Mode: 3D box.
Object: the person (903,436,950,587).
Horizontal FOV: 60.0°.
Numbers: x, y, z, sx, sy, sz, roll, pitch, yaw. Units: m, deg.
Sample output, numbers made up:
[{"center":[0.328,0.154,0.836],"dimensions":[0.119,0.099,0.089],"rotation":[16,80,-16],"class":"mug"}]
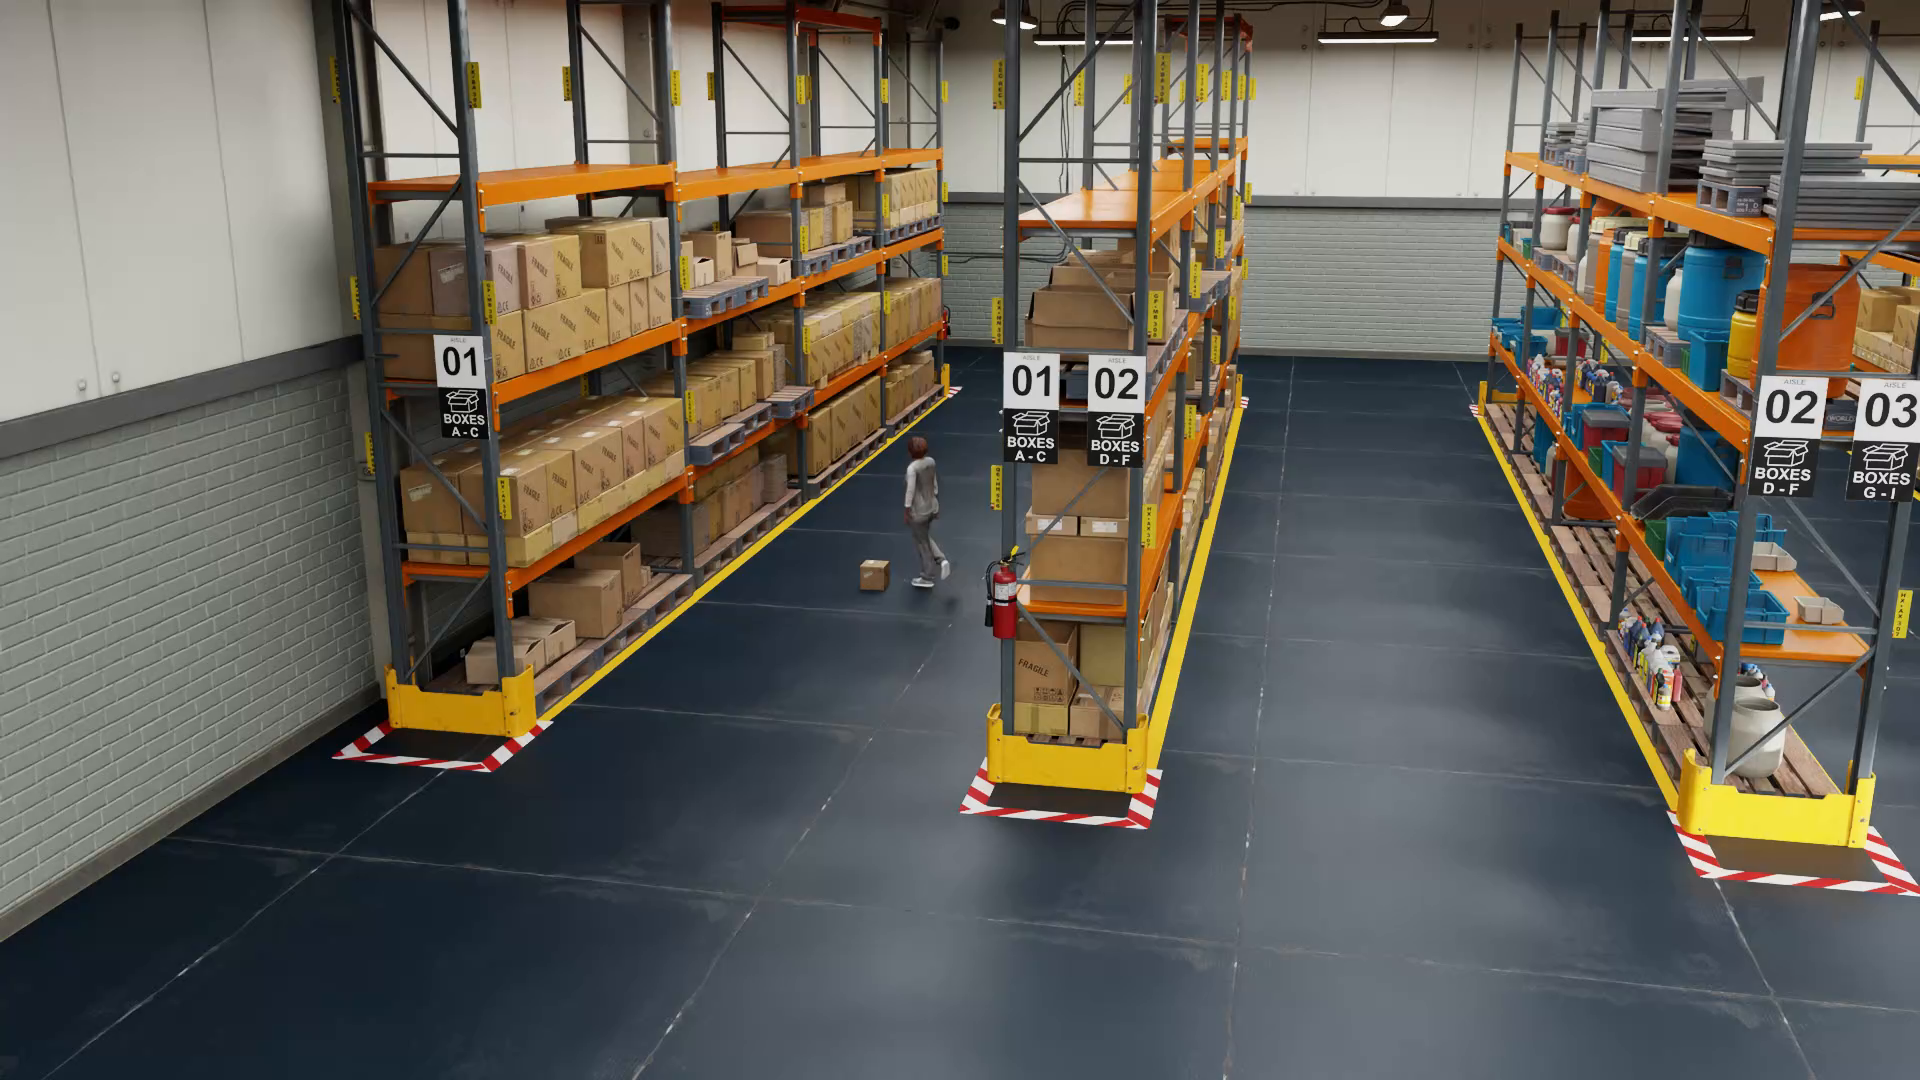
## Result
[{"center":[-0.378,-0.278,17.001],"dimensions":[0.449,1.598,0.468],"rotation":[10,18,34],"class":"person"}]
